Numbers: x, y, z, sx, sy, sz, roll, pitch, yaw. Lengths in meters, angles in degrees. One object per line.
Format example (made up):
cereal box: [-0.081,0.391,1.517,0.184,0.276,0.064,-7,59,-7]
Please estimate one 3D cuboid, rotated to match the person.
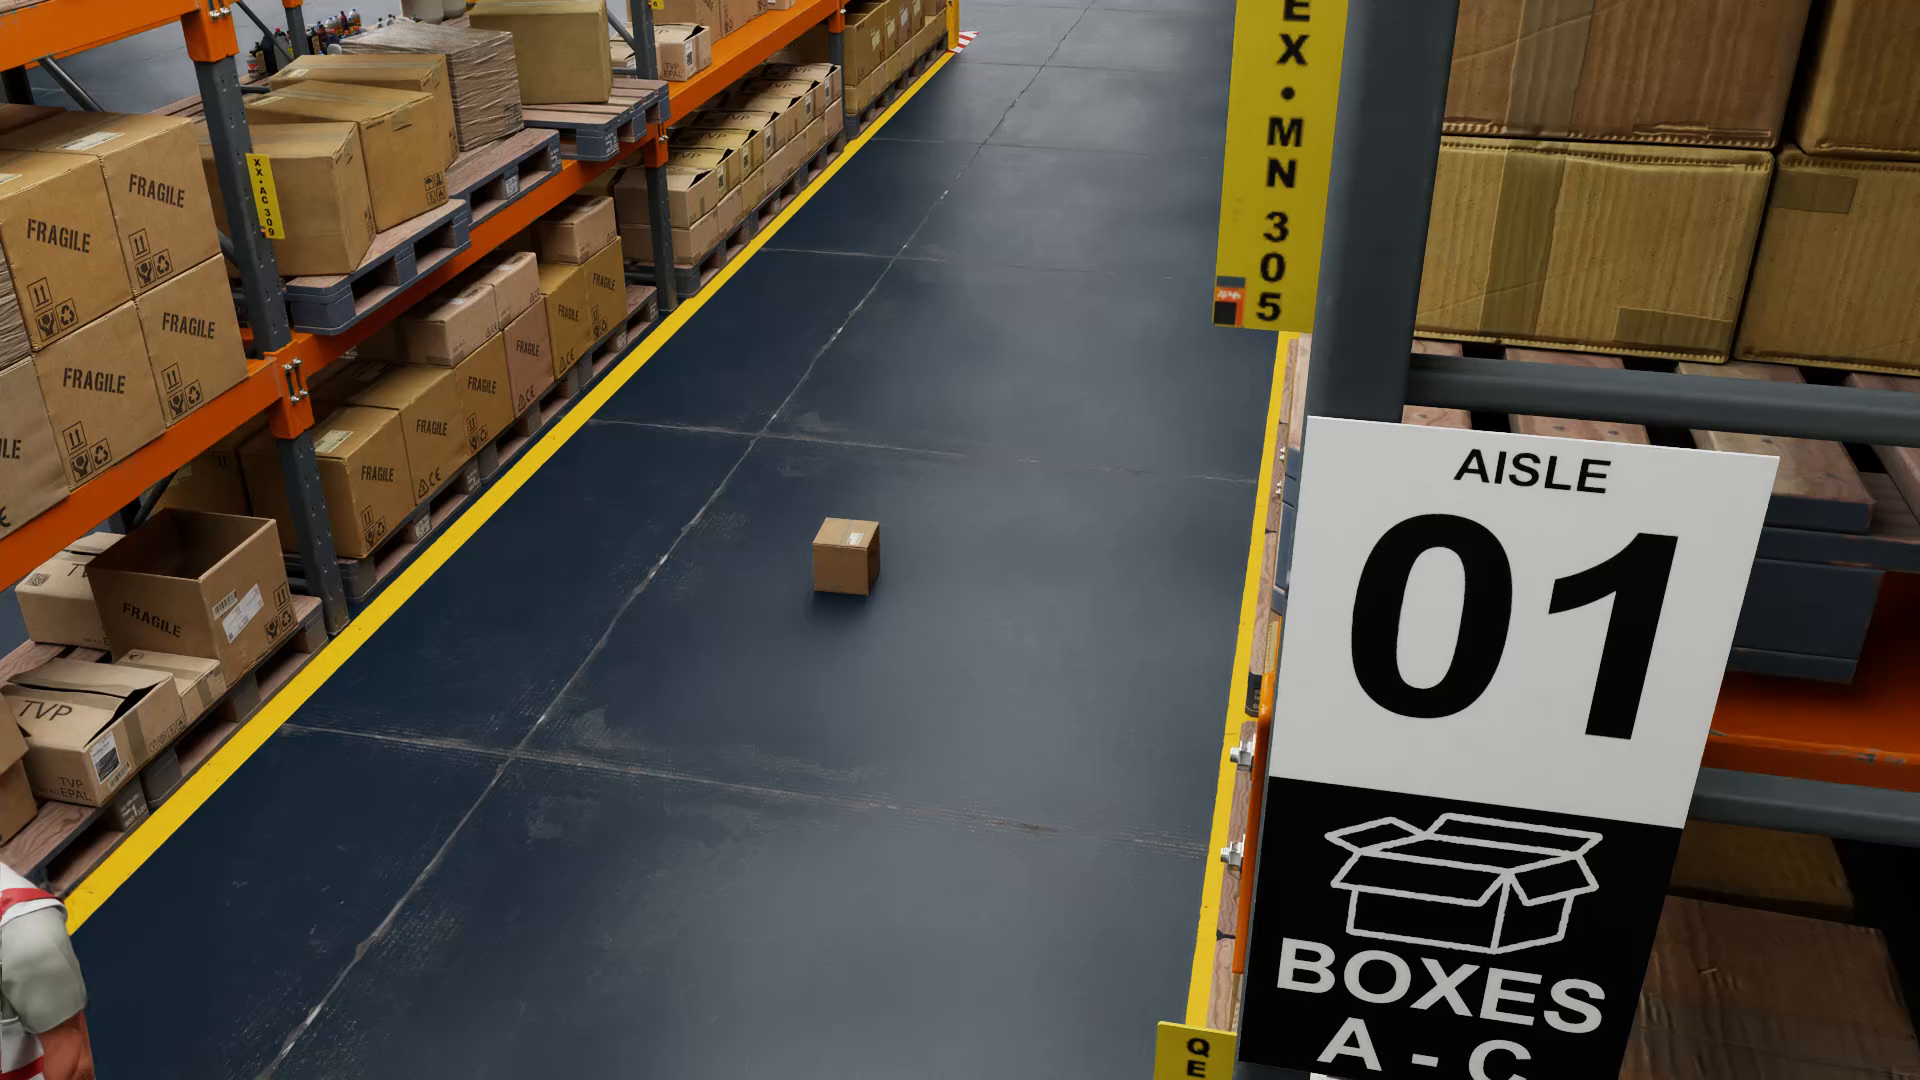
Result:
person: [-2.152,1.265,3.718,0.567,1.778,0.496,14,32,24]
